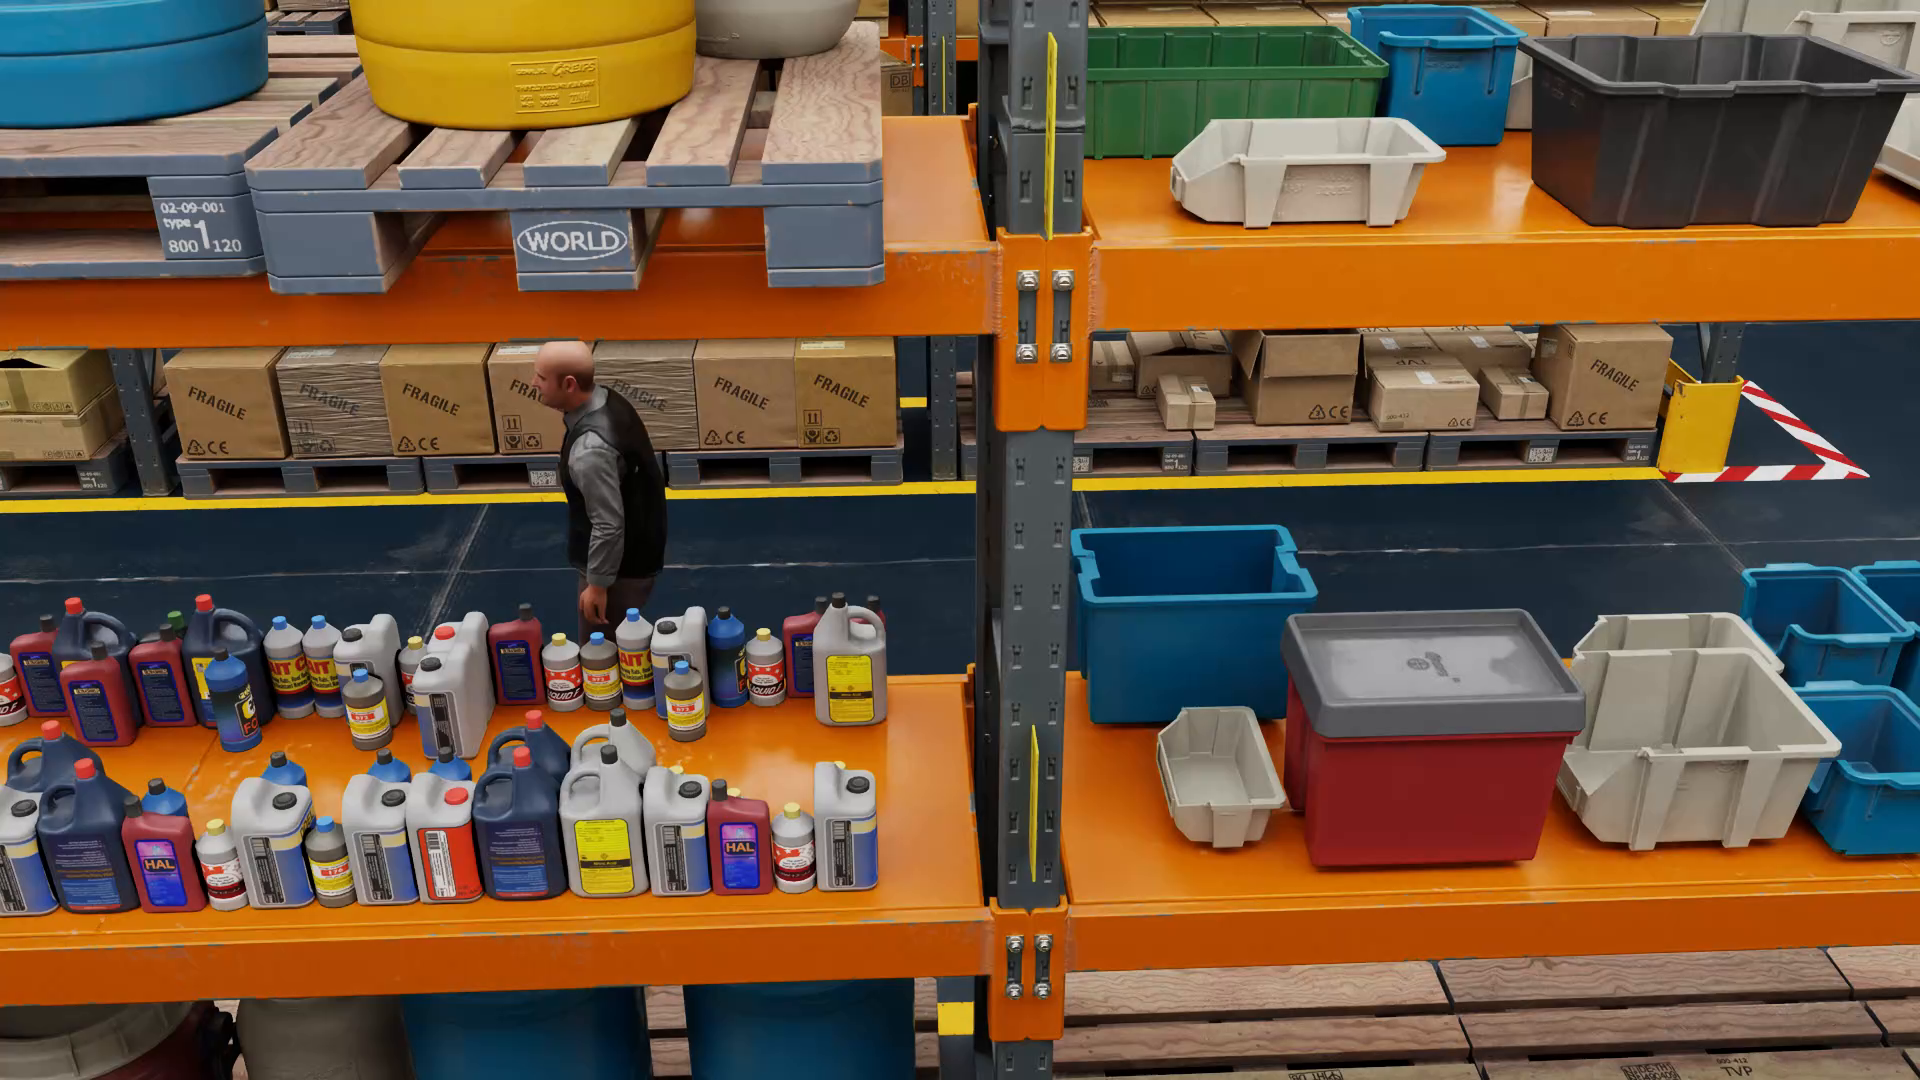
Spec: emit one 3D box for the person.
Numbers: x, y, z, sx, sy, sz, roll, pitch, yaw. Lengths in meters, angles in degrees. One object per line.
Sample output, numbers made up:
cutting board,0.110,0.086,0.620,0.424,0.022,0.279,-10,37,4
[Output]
person,-1.257,0.073,6.006,0.423,1.720,0.591,-3,28,-6
